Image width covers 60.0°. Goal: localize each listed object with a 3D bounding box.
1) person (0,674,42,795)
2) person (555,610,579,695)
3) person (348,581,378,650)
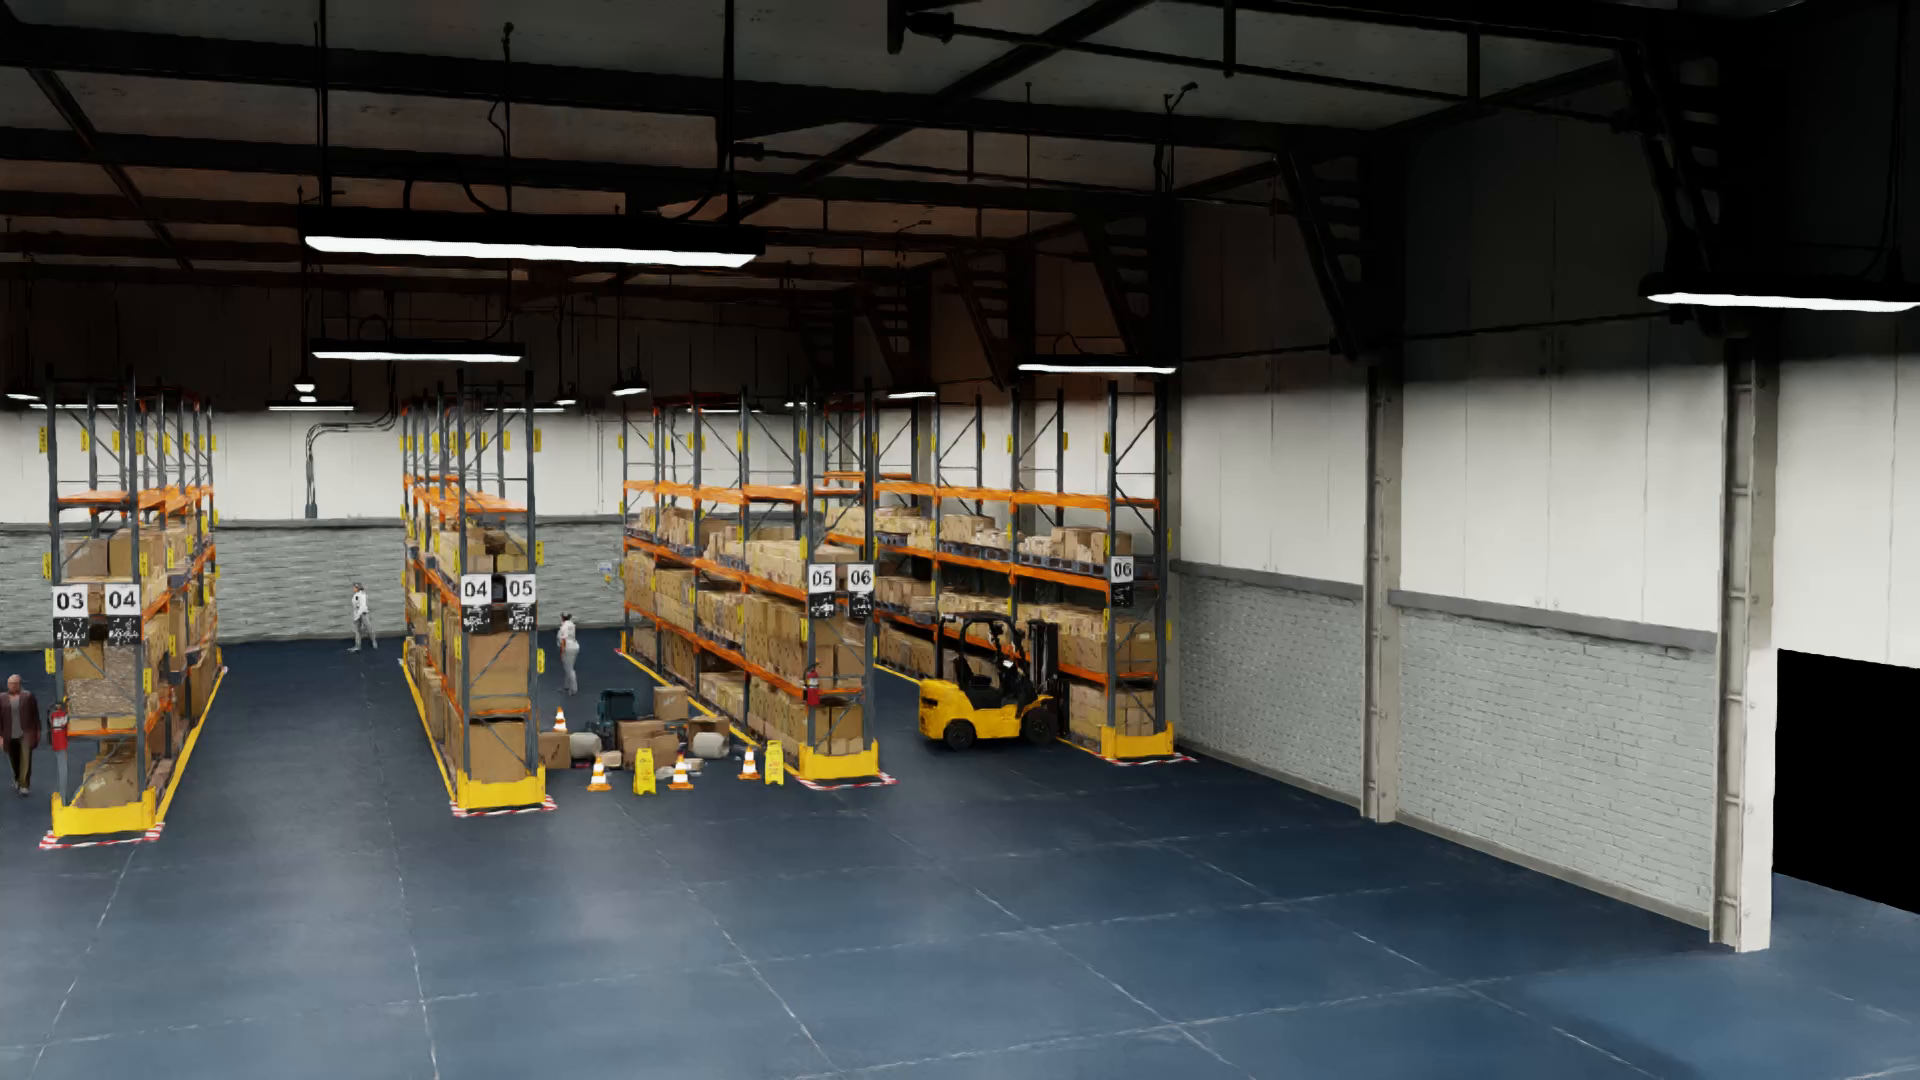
[{"bbox_3d":[-13.440,2.749,23.687,0.598,1.698,1.193,-1,4,-19],"label":"person"},{"bbox_3d":[-7.849,2.226,33.188,0.528,1.662,0.557,0,3,8],"label":"person"},{"bbox_3d":[-14.457,1.823,40.237,0.498,1.658,0.683,3,4,40],"label":"person"}]
